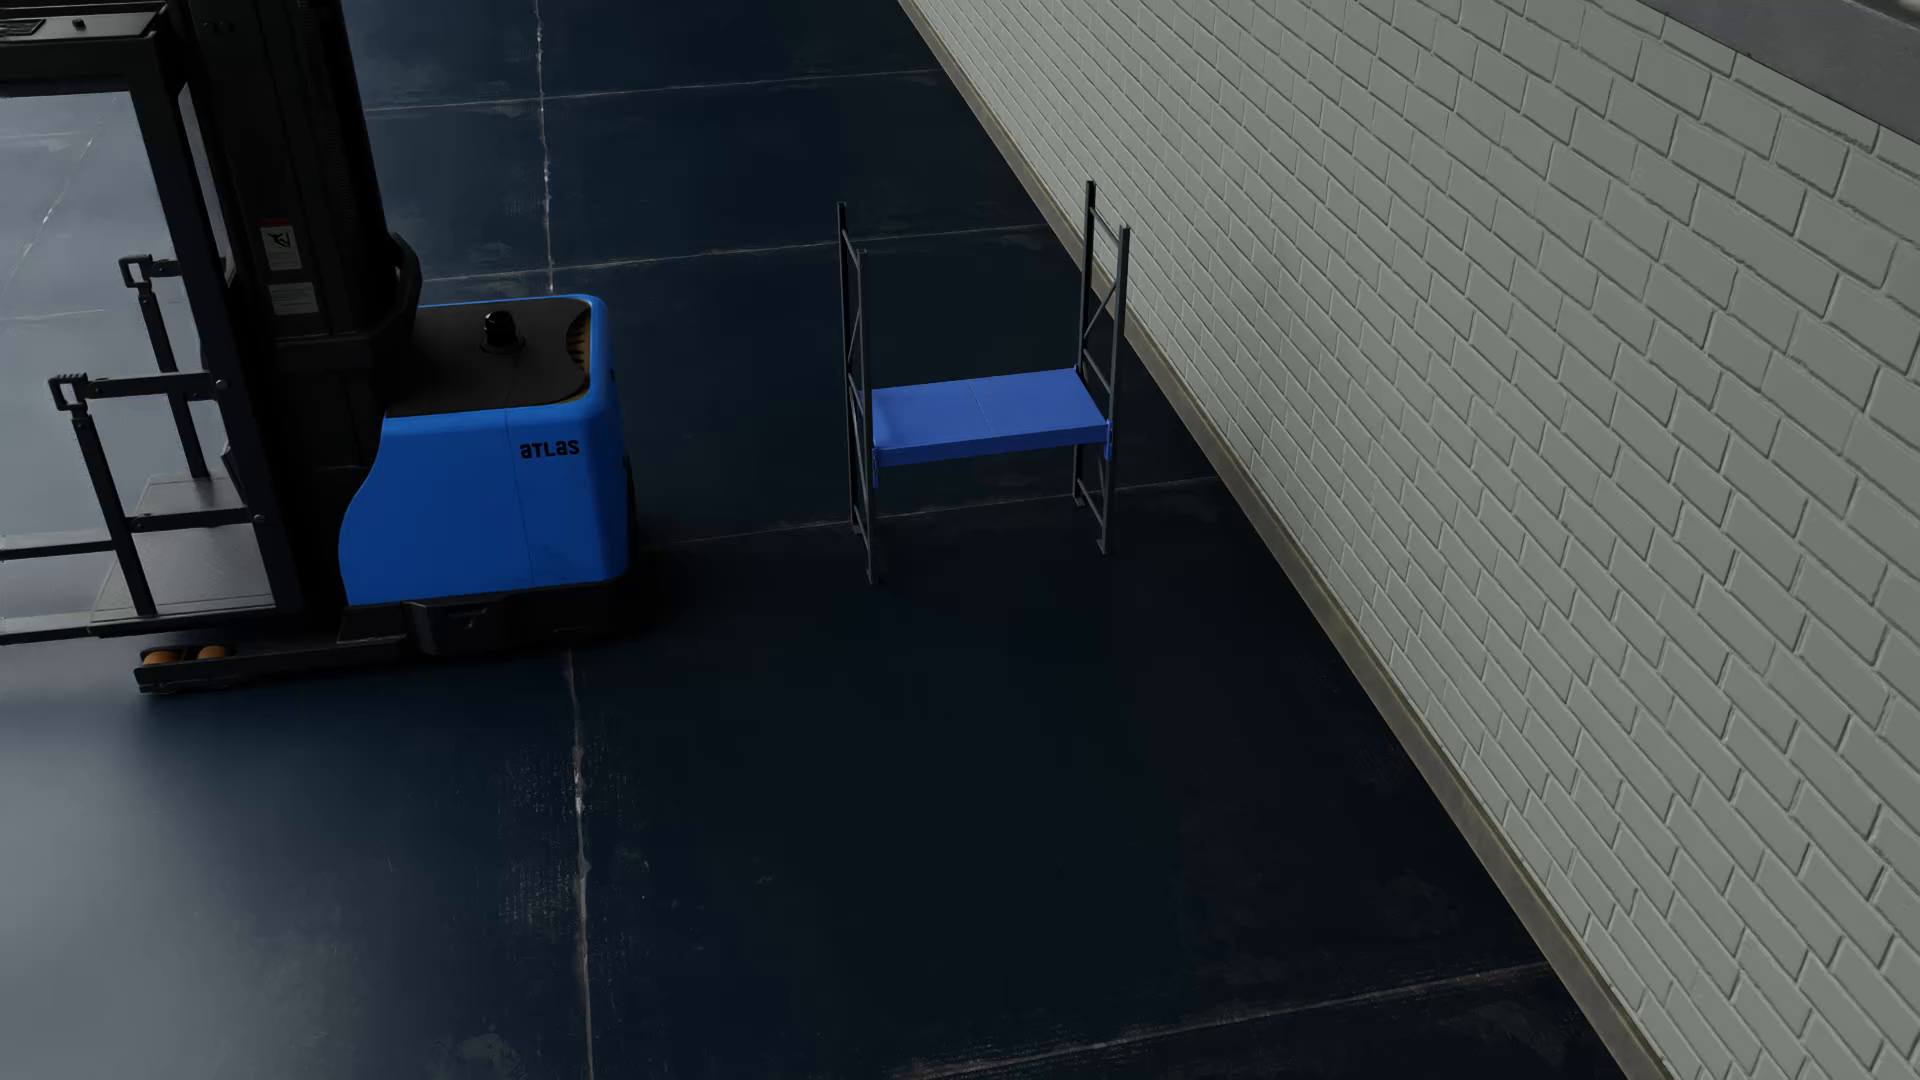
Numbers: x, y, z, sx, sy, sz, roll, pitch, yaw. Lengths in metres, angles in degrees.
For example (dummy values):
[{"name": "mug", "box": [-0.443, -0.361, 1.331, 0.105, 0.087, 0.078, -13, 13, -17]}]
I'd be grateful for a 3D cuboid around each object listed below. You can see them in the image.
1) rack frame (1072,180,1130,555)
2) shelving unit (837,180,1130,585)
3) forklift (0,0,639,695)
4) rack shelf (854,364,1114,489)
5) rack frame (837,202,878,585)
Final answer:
[{"name": "rack frame", "box": [0.579, -0.696, 6.941, 0.032, 1.500, 0.500, -7, 35, -11]}, {"name": "shelving unit", "box": [0.083, -0.633, 6.848, 1.048, 1.500, 0.538, -7, 35, -11]}, {"name": "forklift", "box": [-2.855, -0.944, 6.026, 3.031, 2.935, 1.130, -6, 34, -8]}, {"name": "rack shelf", "box": [0.083, -0.484, 6.948, 1.000, 0.185, 0.538, -7, 35, -11]}, {"name": "rack frame", "box": [-0.413, -0.571, 6.755, 0.032, 1.500, 0.500, -7, 35, -11]}]
